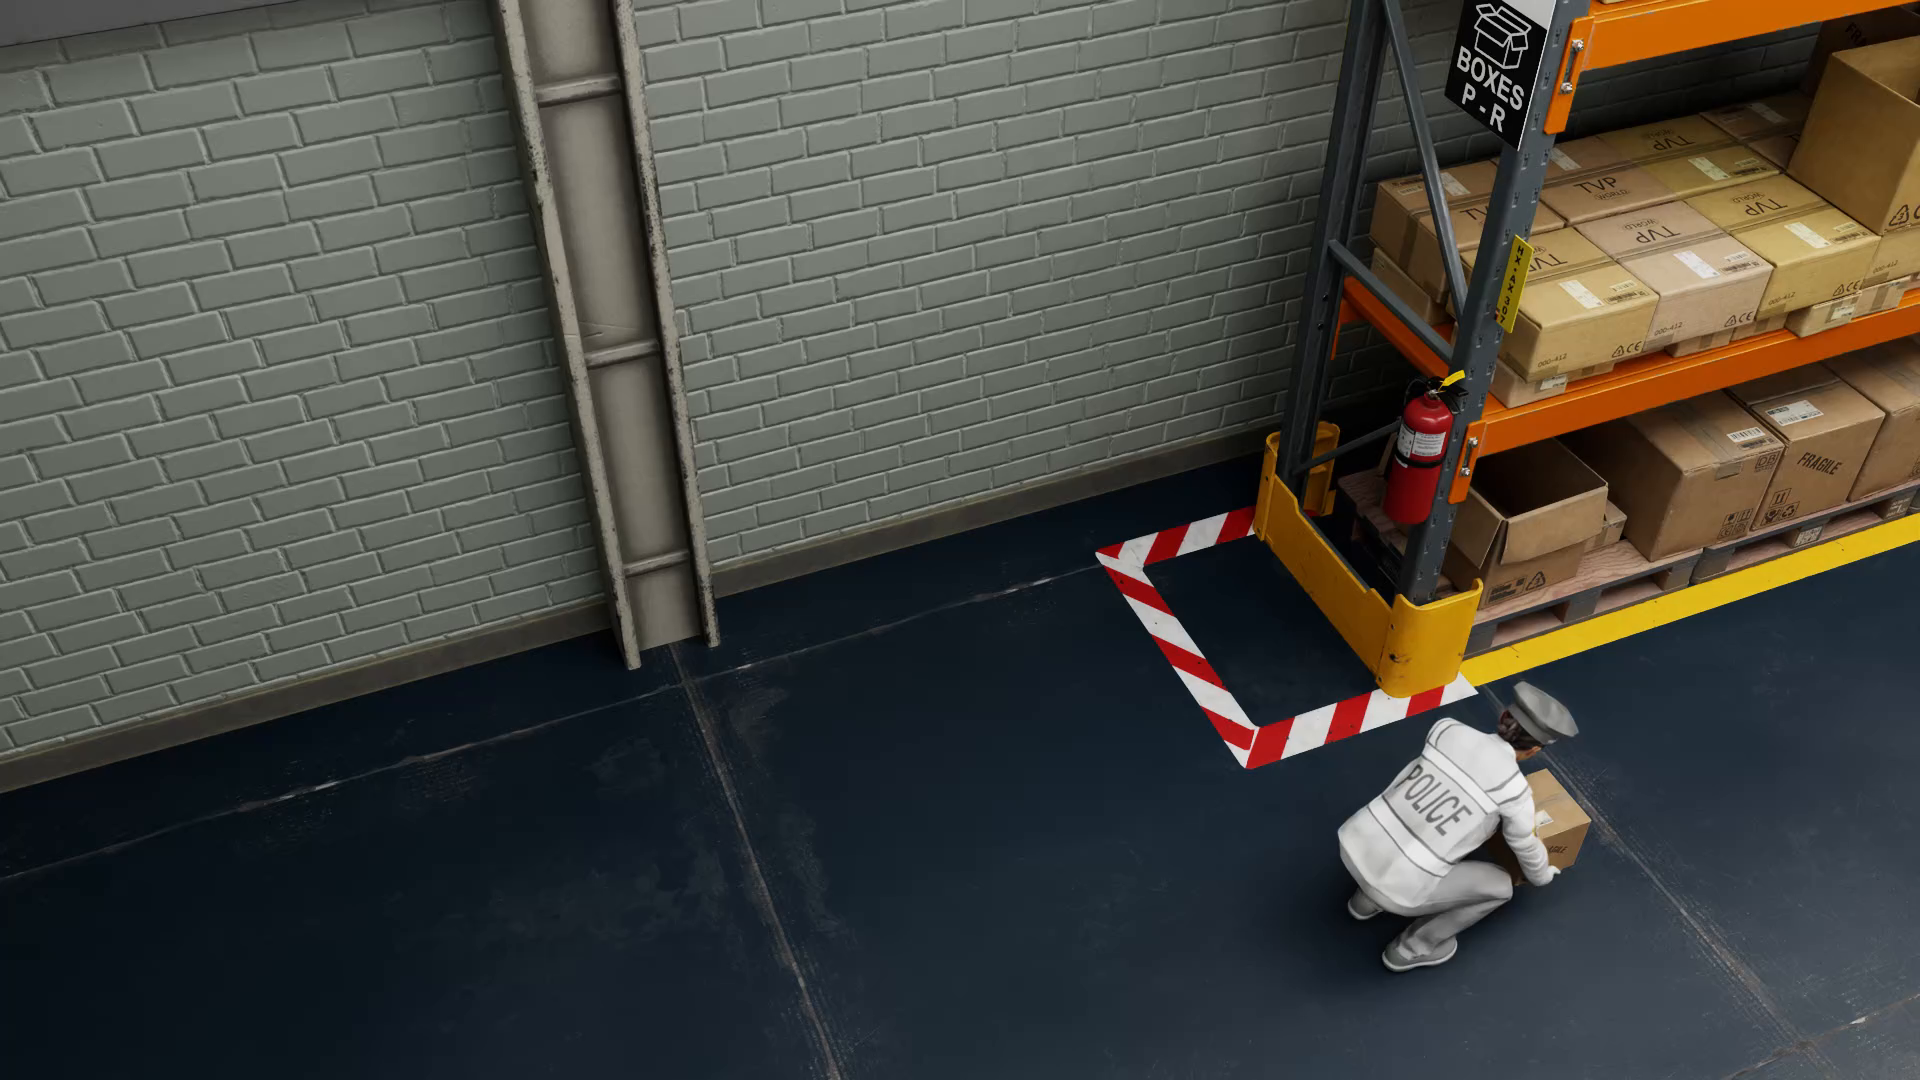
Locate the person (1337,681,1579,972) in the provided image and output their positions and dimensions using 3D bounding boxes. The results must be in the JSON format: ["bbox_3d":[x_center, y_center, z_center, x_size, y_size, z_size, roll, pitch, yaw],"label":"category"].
[{"bbox_3d":[14.188,-0.493,3.567,23.551,5.875,11.112,-16,44,-17],"label":"person"}]
